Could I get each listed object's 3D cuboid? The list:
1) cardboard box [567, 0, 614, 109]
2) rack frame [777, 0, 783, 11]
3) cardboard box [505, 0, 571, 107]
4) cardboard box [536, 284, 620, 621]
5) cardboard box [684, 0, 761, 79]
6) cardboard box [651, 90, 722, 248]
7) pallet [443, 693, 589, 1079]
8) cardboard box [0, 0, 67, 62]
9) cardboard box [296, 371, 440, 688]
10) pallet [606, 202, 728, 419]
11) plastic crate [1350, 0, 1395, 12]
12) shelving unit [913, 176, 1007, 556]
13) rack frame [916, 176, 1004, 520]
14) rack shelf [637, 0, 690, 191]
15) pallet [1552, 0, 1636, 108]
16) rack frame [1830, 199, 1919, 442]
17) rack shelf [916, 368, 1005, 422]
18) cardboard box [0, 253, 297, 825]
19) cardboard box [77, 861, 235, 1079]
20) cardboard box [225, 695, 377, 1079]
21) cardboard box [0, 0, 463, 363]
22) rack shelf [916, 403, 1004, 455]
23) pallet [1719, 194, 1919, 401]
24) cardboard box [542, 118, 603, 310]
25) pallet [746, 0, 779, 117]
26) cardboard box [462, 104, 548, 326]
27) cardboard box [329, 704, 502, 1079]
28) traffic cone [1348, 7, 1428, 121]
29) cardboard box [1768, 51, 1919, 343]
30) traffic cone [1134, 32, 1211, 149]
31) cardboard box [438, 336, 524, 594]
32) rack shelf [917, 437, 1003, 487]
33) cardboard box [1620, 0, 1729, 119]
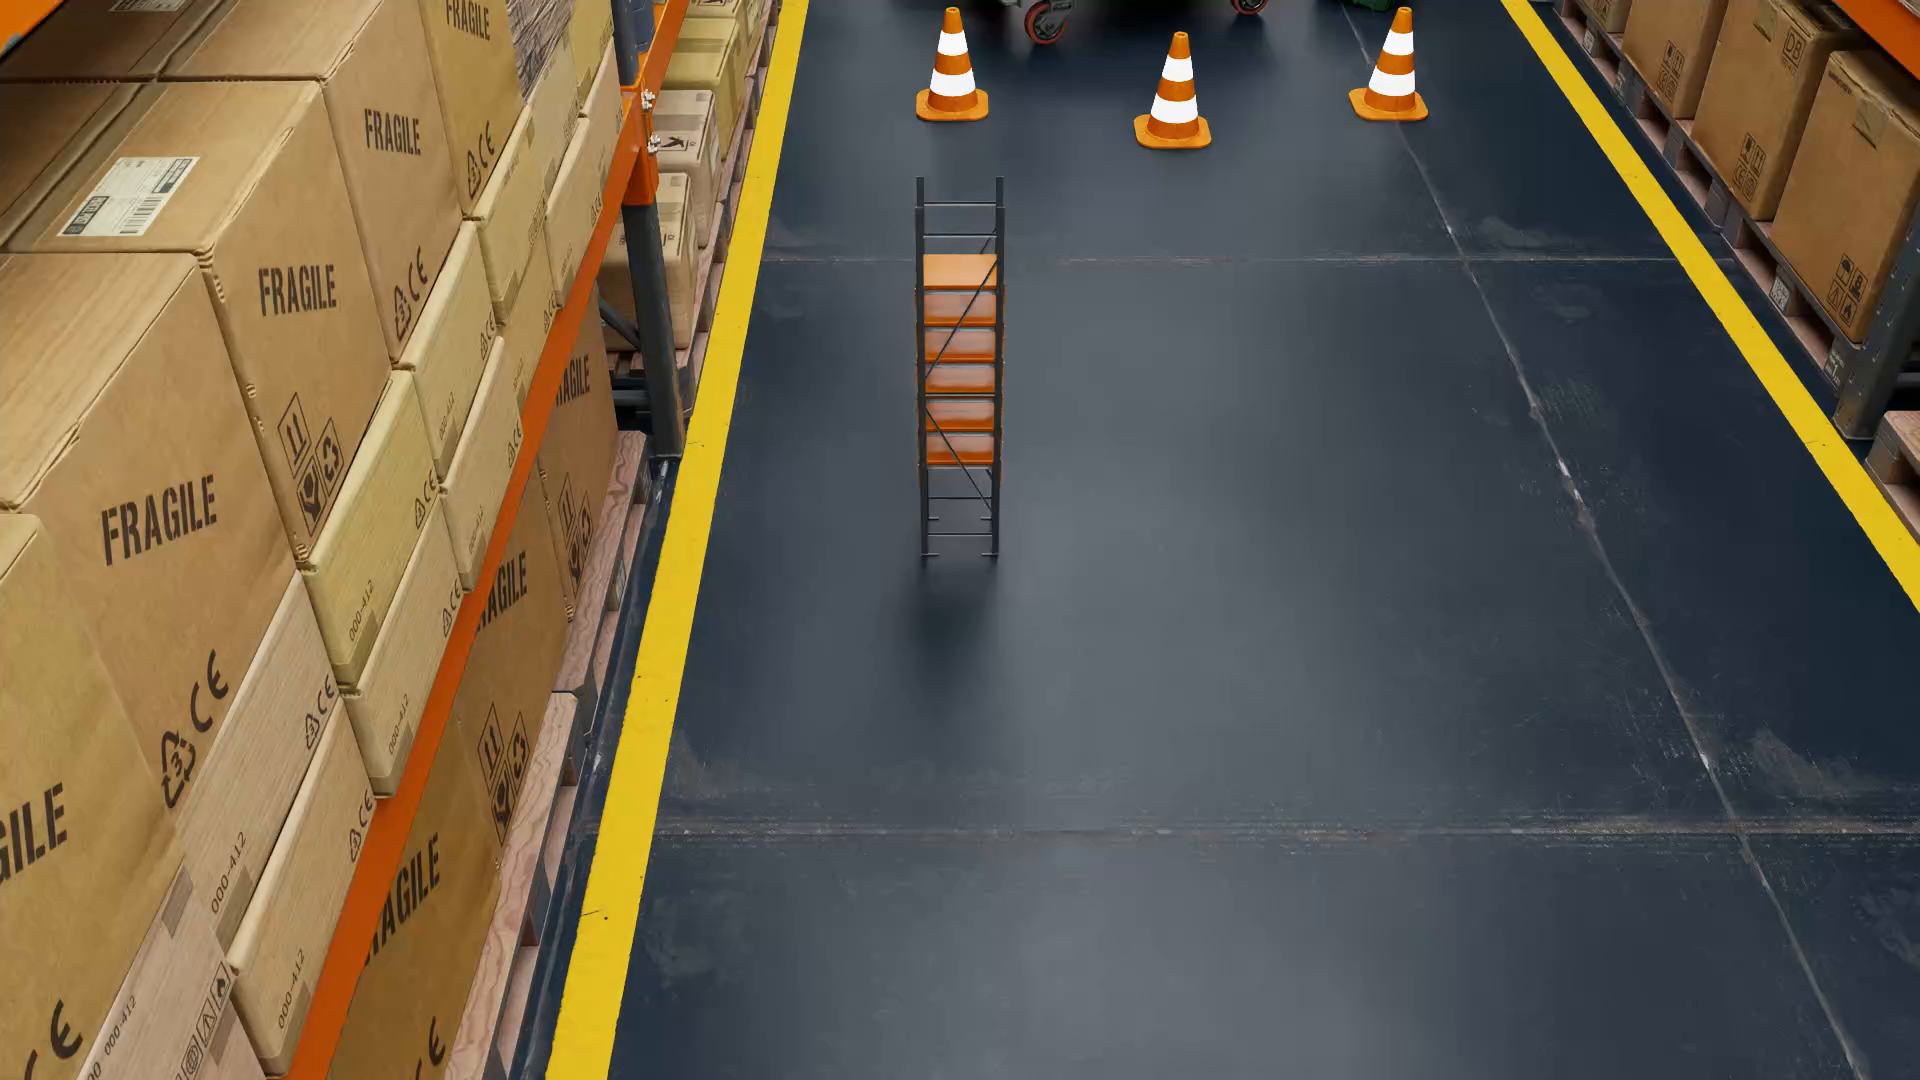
[{"bbox_3d":[-1.179,-1.310,4.207,0.500,0.250,0.500,0,39,0],"label":"cardboard box"},{"bbox_3d":[-1.438,-3.978,7.815,1.000,3.000,0.127,0,39,0],"label":"rack frame"},{"bbox_3d":[-1.162,-1.262,3.546,0.500,0.500,0.500,1,39,1],"label":"cardboard box"},{"bbox_3d":[-1.516,-0.379,4.688,0.875,0.875,0.875,0,39,0],"label":"cardboard box"},{"bbox_3d":[-1.431,-2.339,7.535,0.950,0.372,0.625,2,39,3],"label":"cardboard box"},{"bbox_3d":[-1.433,-1.430,6.401,0.950,0.372,0.625,-1,39,-1],"label":"cardboard box"},{"bbox_3d":[-1.509,0.866,4.001,1.003,0.211,1.213,0,39,0],"label":"pallet"},{"bbox_3d":[-1.685,-0.648,2.780,0.500,0.500,0.500,1,39,1],"label":"cardboard box"},{"bbox_3d":[-1.150,-0.029,2.607,0.500,0.250,0.500,0,39,1],"label":"cardboard box"},{"bbox_3d":[-1.433,-0.877,6.176,1.003,0.211,1.213,0,39,0],"label":"pallet"},{"bbox_3d":[2.202,-3.078,8.894,0.450,0.188,0.662,27,45,16],"label":"plastic crate"},{"bbox_3d":[0.000,-0.477,4.886,0.258,1.200,0.189,0,39,0],"label":"shelving unit"},{"bbox_3d":[0.000,-0.534,4.957,0.240,1.200,0.006,0,39,0],"label":"rack frame"},{"bbox_3d":[-1.436,-2.446,6.479,1.077,0.370,4.000,0,39,0],"label":"rack shelf"},{"bbox_3d":[3.588,-2.474,8.168,1.003,0.211,1.213,0,39,0],"label":"pallet"},{"bbox_3d":[3.517,-1.543,4.777,1.000,3.000,0.127,0,39,0],"label":"rack frame"},{"bbox_3d":[0.000,-0.443,4.914,0.258,0.103,0.180,0,39,0],"label":"rack shelf"},{"bbox_3d":[-1.170,0.002,1.969,0.500,0.500,0.500,0,39,0],"label":"cardboard box"},{"bbox_3d":[-1.147,0.613,1.807,0.500,0.250,0.500,-1,39,-1],"label":"cardboard box"},{"bbox_3d":[-1.167,0.485,2.367,0.500,0.250,0.500,-1,39,-1],"label":"cardboard box"},{"bbox_3d":[-1.175,-0.635,2.764,0.500,0.500,0.500,-1,39,-1],"label":"cardboard box"},{"bbox_3d":[0.000,-0.349,4.989,0.258,0.103,0.180,0,39,0],"label":"rack shelf"},{"bbox_3d":[3.591,-0.948,6.264,1.003,0.211,1.213,0,39,0],"label":"pallet"},{"bbox_3d":[-1.157,-0.782,3.948,0.500,0.250,0.500,1,39,1],"label":"cardboard box"},{"bbox_3d":[-1.436,-2.403,8.080,1.003,0.211,1.213,0,39,0],"label":"pallet"},{"bbox_3d":[-1.153,-0.670,3.407,0.500,0.250,0.500,-1,39,-1],"label":"cardboard box"},{"bbox_3d":[-1.518,0.738,3.294,0.875,0.875,0.875,1,39,1],"label":"cardboard box"},{"bbox_3d":[2.003,-2.215,7.644,0.336,0.463,0.334,0,39,0],"label":"traffic cone"},{"bbox_3d":[3.606,-1.210,5.825,1.050,0.750,0.750,-1,39,-1],"label":"cardboard box"},{"bbox_3d":[0.964,-2.033,7.417,0.336,0.463,0.334,0,39,0],"label":"traffic cone"},{"bbox_3d":[-1.143,-0.149,3.157,0.500,0.250,0.500,-1,39,-1],"label":"cardboard box"},{"bbox_3d":[0.000,-0.255,5.064,0.258,0.103,0.180,0,39,0],"label":"rack shelf"},{"bbox_3d":[3.600,-2.339,7.234,1.050,0.750,0.750,0,39,0],"label":"cardboard box"}]
